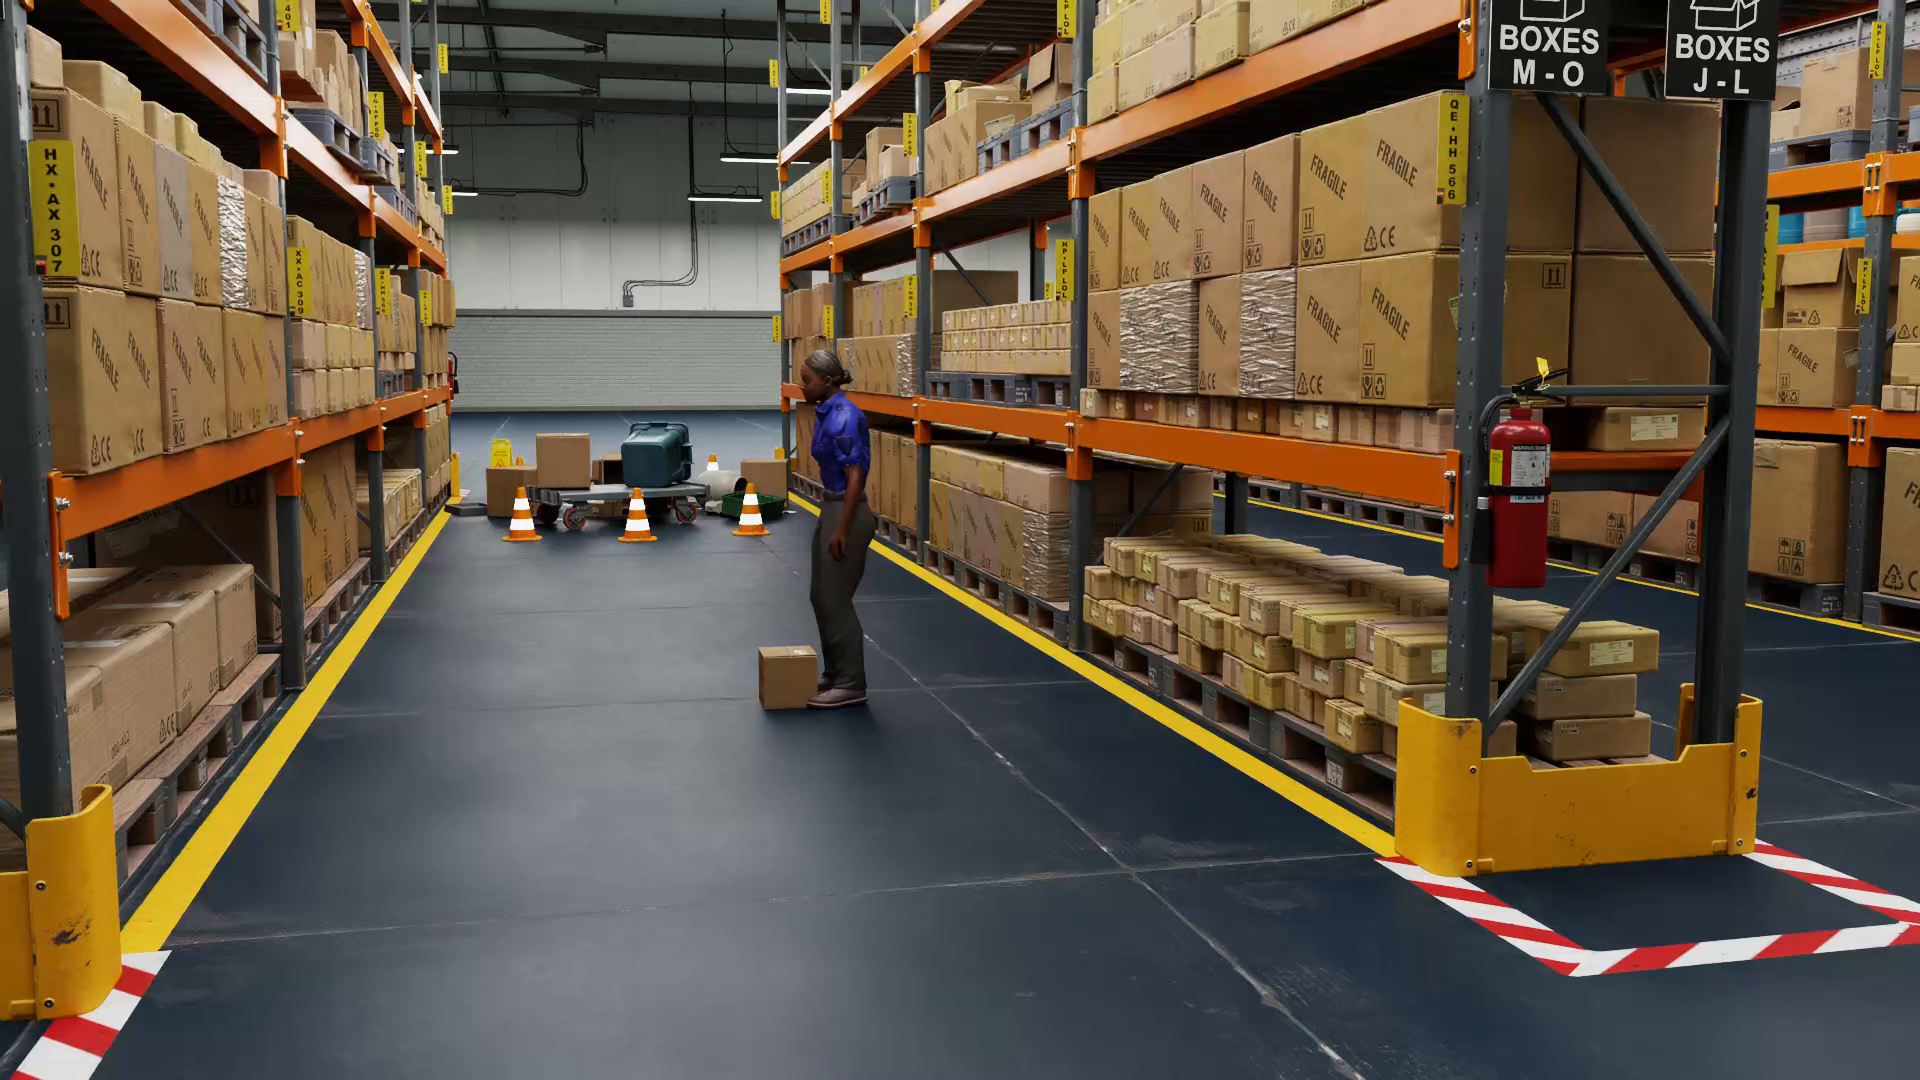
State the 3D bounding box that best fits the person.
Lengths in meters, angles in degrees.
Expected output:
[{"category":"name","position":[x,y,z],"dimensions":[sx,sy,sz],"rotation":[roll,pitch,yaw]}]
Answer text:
[{"category":"person","position":[-0.581,-0.063,7.784],"dimensions":[0.347,1.654,0.505],"rotation":[-2,6,-15]}]
